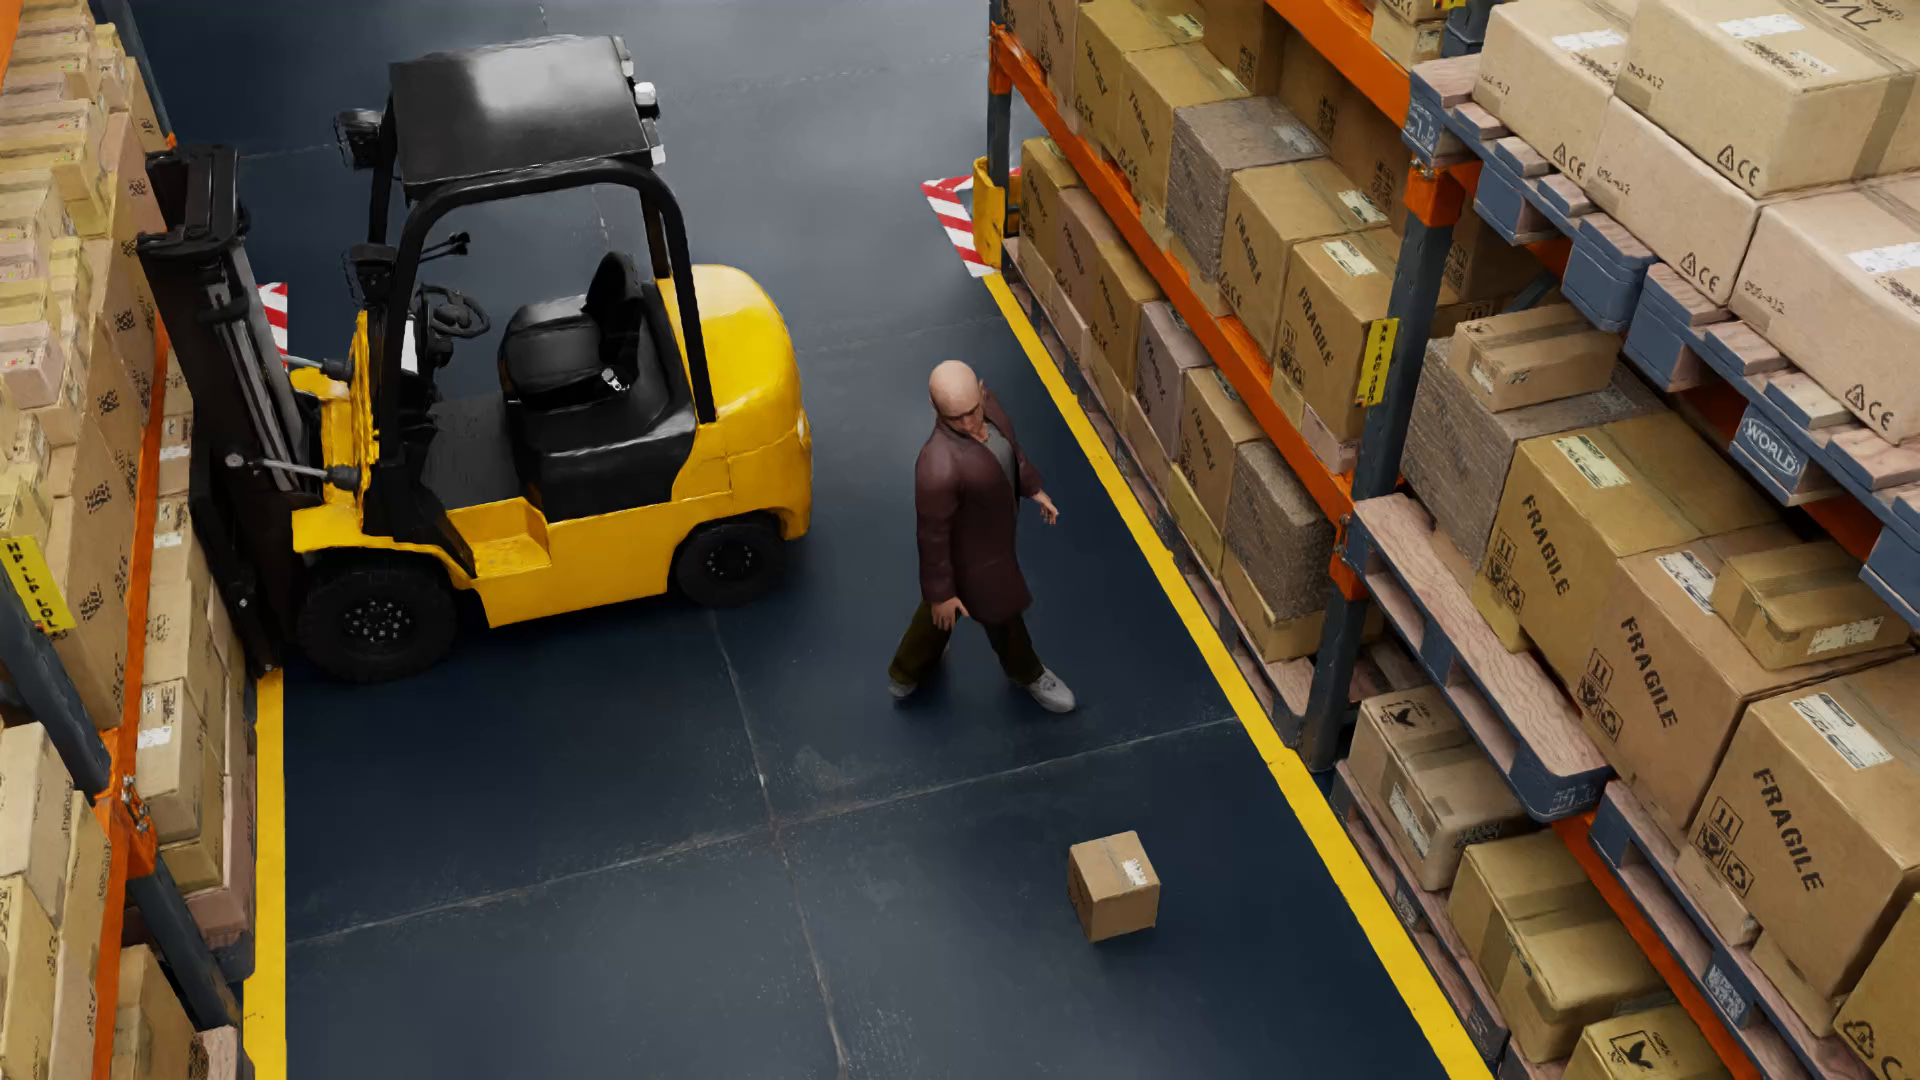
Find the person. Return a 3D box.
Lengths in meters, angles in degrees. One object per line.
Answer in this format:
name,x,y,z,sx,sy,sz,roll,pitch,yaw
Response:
person,0.087,0.015,6.168,0.764,1.742,0.617,3,42,3
